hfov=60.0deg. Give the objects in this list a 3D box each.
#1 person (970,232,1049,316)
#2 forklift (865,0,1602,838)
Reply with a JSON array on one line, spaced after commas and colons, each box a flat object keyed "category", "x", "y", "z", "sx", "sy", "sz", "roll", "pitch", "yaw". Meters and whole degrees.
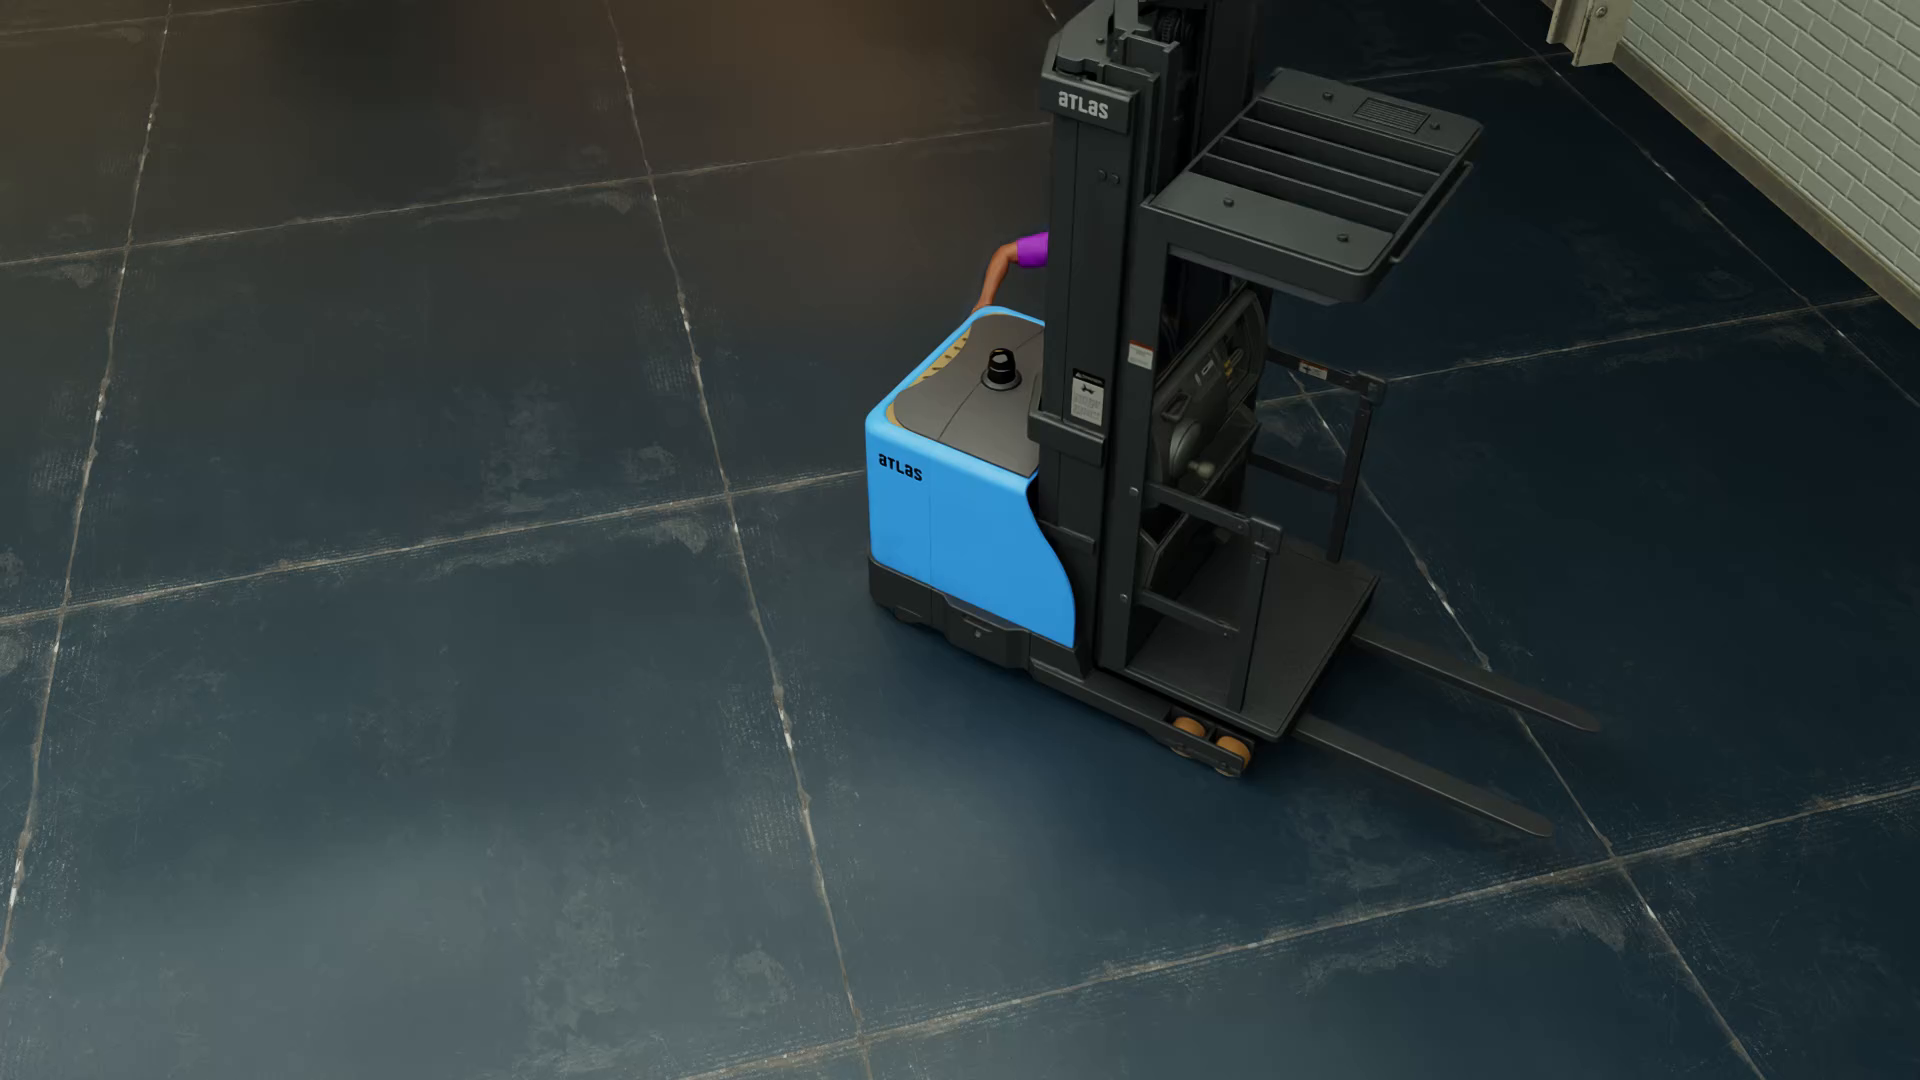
[{"category": "person", "x": 0.563, "y": -0.781, "z": 7.475, "sx": 1.108, "sy": 1.491, "sz": 0.863, "roll": 4, "pitch": 44, "yaw": 4}, {"category": "forklift", "x": 1.118, "y": -0.524, "z": 6.200, "sx": 3.031, "sy": 2.935, "sz": 1.130, "roll": 23, "pitch": 48, "yaw": 23}]
